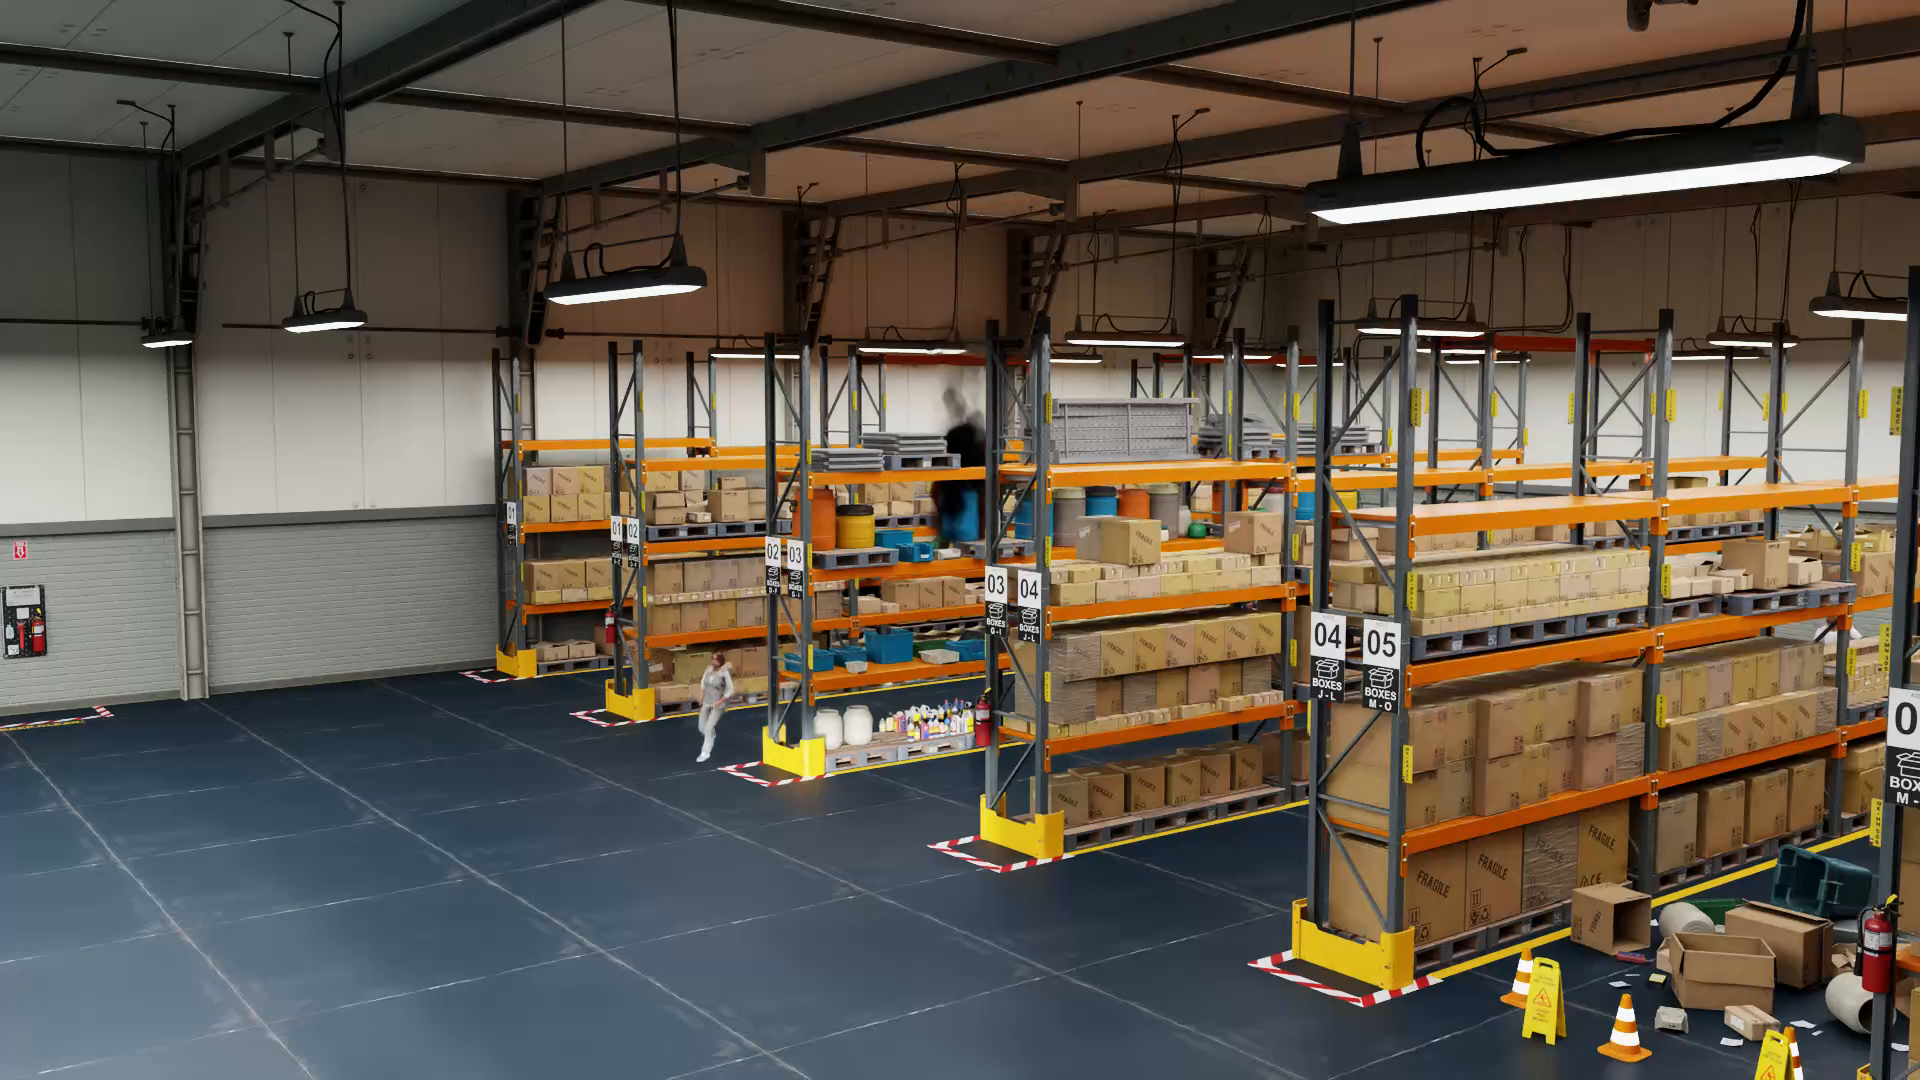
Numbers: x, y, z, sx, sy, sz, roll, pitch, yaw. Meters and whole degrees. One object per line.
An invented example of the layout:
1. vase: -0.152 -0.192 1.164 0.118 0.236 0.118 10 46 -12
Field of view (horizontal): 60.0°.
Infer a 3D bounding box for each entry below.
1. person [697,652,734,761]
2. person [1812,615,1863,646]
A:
1. person: -3.437 2.341 23.527 0.552 1.551 0.528 2 5 18
2. person: 14.274 1.960 27.017 0.816 1.682 0.700 3 6 31
